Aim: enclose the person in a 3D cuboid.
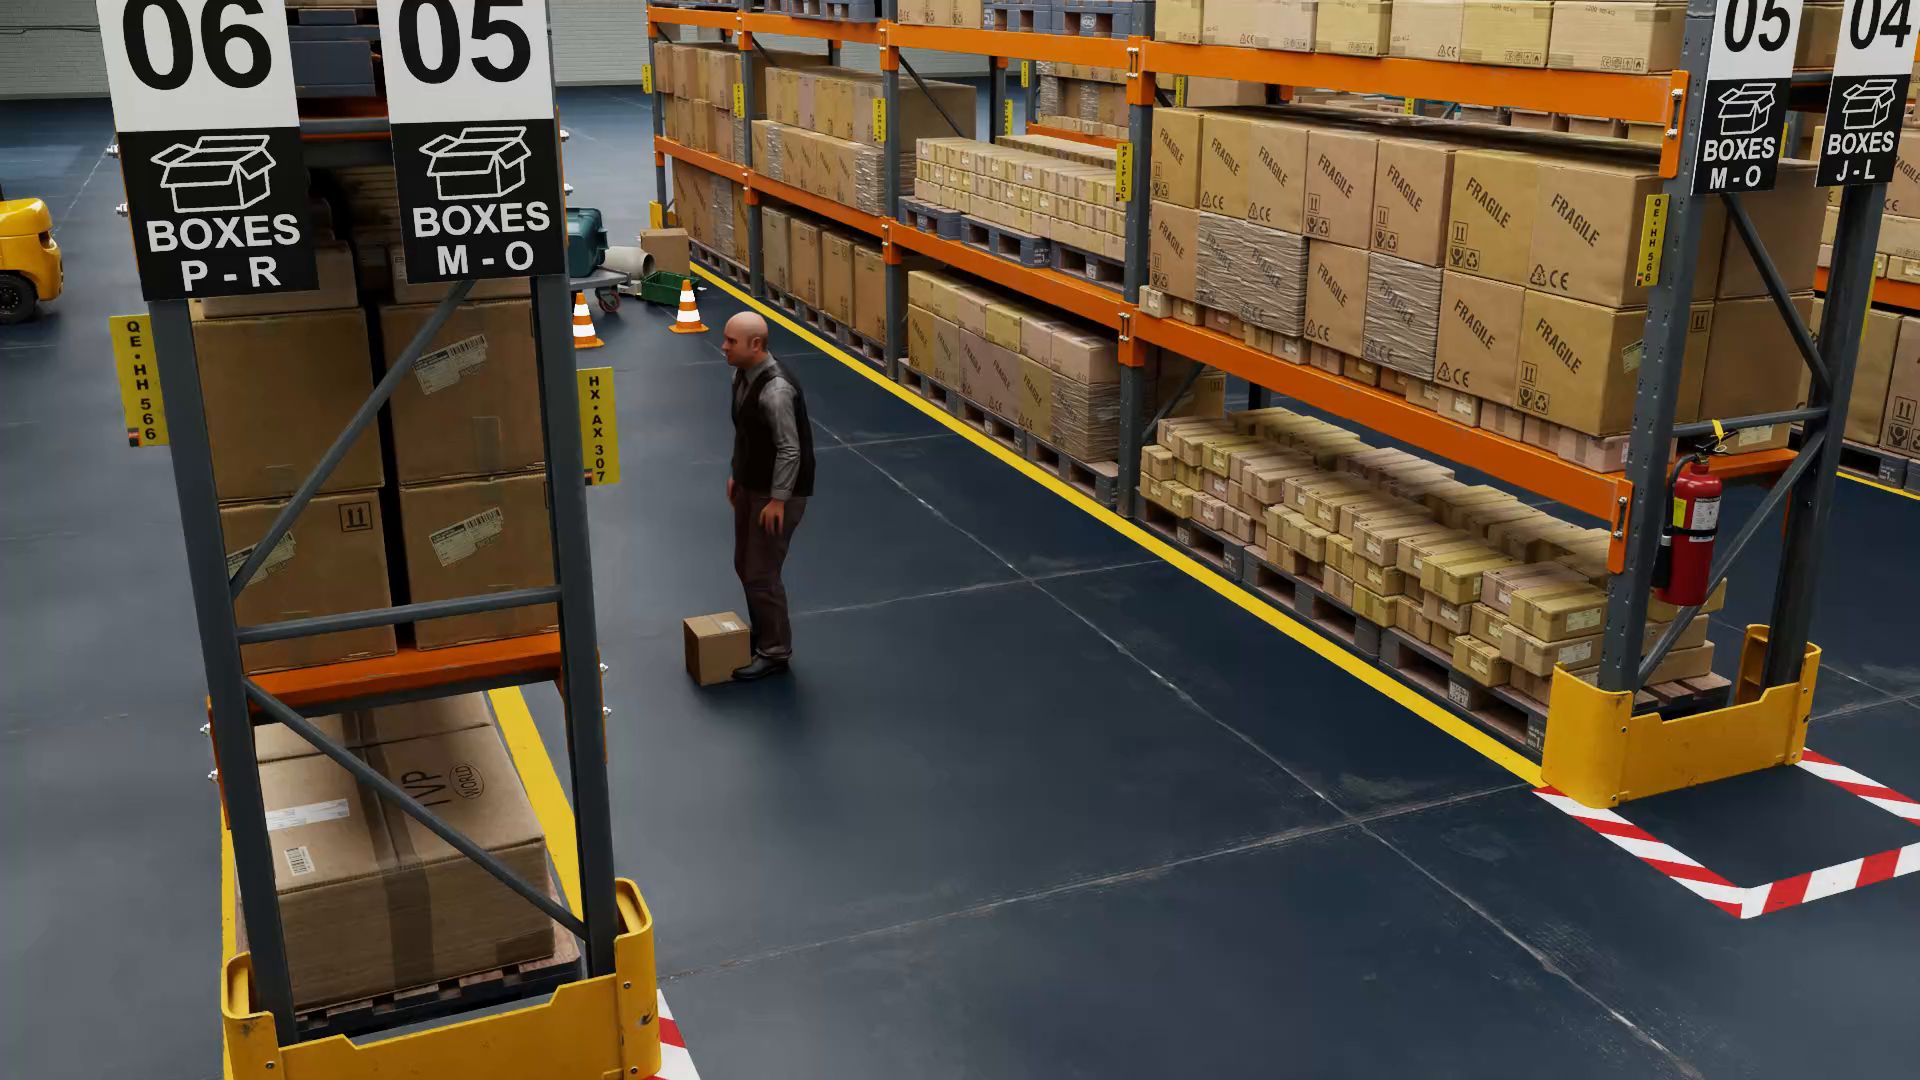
[{"bbox_3d":[-0.915,-0.216,7.735,0.465,1.722,0.591,-9,21,-24],"label":"person"}]
